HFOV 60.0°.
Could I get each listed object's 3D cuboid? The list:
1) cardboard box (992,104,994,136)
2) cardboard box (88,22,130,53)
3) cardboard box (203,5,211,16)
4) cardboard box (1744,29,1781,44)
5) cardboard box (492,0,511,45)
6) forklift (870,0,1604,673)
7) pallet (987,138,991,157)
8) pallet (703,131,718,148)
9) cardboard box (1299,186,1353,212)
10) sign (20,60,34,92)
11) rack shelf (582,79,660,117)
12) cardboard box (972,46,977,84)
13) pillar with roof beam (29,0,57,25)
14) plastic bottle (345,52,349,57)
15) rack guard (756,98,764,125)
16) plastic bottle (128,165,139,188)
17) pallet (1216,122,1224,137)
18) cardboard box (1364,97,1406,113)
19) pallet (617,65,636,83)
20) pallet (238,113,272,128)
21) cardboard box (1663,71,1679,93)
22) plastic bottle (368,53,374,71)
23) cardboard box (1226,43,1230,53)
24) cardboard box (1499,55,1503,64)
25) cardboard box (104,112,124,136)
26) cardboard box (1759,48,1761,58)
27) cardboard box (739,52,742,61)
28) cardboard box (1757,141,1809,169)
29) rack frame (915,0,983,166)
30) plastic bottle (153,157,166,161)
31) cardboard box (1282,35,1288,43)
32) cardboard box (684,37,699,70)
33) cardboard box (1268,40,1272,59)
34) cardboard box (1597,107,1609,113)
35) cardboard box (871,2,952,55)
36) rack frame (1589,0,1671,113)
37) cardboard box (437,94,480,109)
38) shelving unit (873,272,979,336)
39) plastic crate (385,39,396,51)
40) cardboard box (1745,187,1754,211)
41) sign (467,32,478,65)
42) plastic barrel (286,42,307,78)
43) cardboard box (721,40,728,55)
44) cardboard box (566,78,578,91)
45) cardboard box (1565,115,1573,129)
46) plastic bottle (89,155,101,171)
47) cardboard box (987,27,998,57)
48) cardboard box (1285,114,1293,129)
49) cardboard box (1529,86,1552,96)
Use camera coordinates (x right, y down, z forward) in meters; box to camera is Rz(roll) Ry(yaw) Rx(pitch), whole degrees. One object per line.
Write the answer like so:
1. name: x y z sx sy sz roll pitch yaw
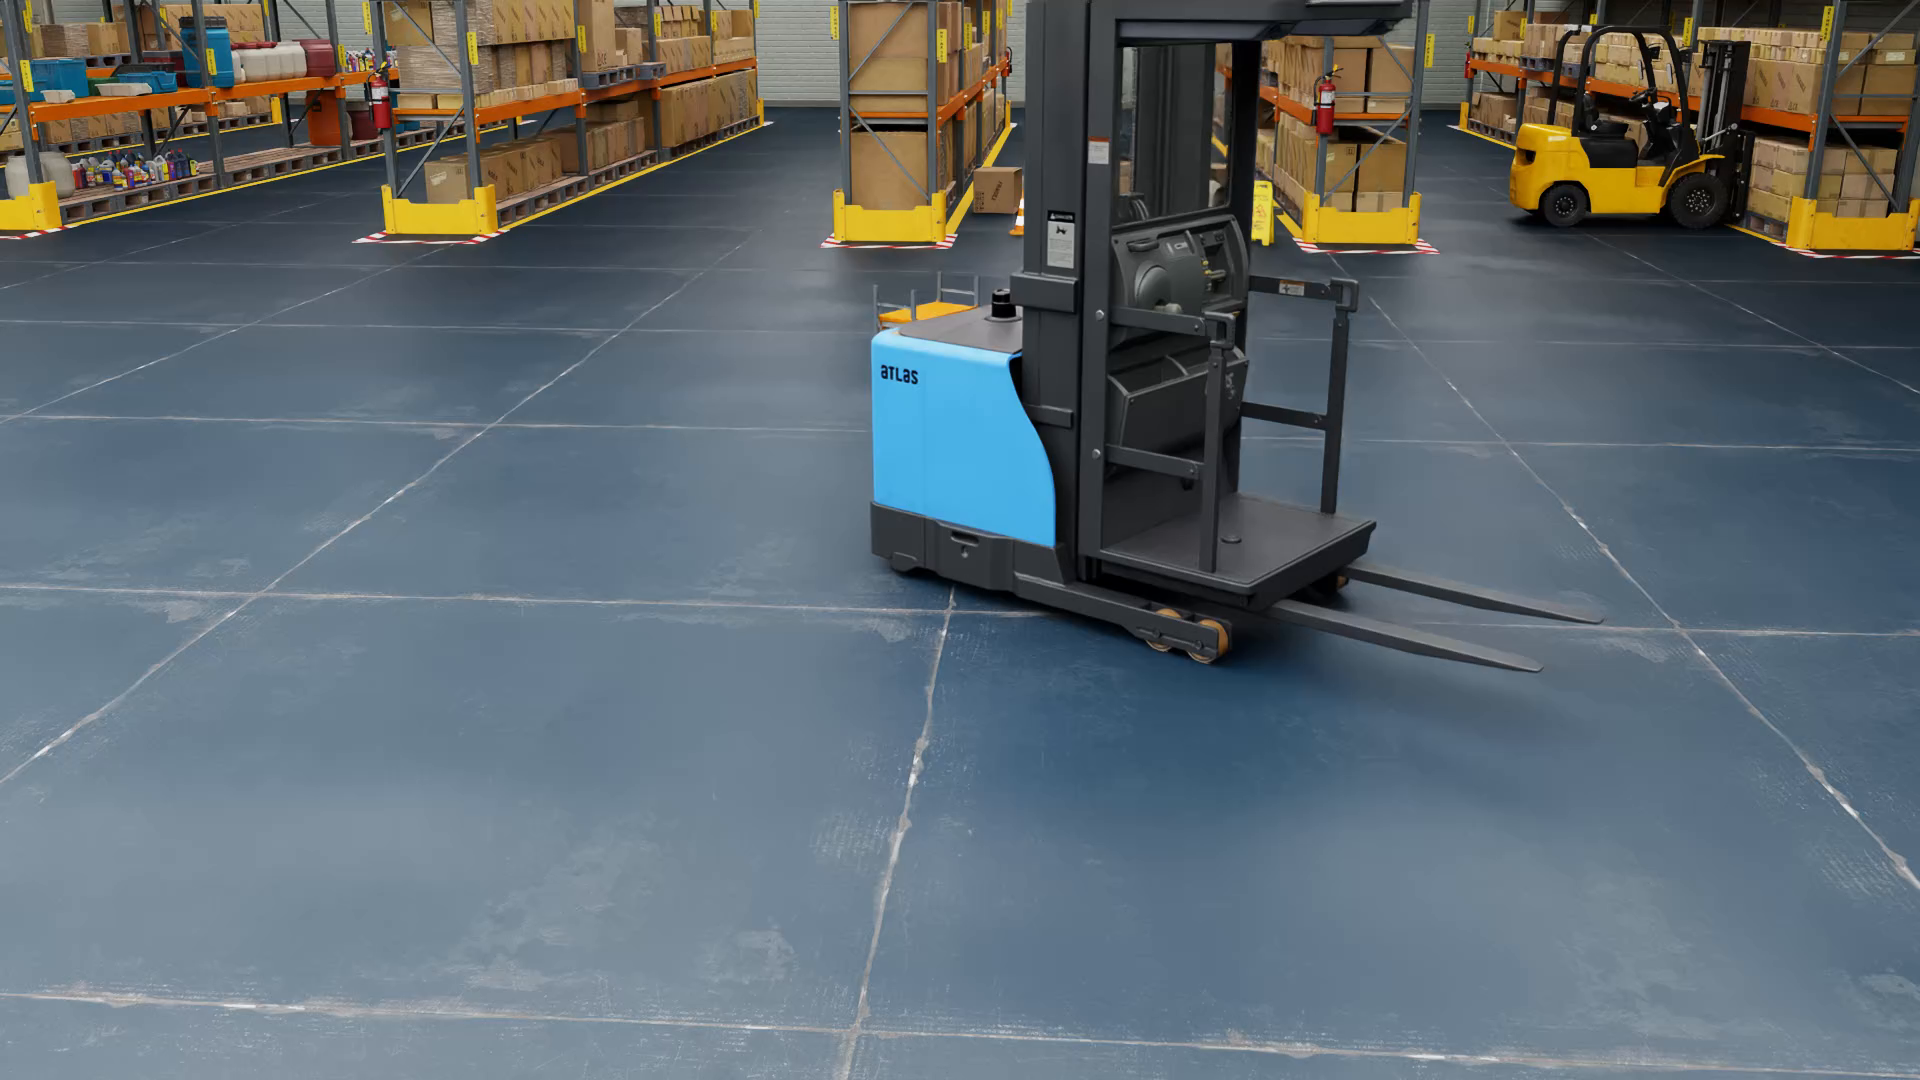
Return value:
1. cardboard box: 0.319 -7.141 28.239 0.500 0.500 0.500 1 18 3
2. cardboard box: -14.957 -8.834 29.231 0.700 0.500 0.500 -5 19 -15
3. cardboard box: -14.312 -9.712 30.979 0.500 0.500 0.500 1 18 2
4. cardboard box: 9.111 -5.694 18.804 0.380 0.149 0.250 1 18 4
5. cardboard box: -5.326 -5.764 18.452 0.500 0.500 0.500 1 18 4
6. forklift: 1.058 -1.100 6.574 3.031 2.935 1.130 14 23 37
7. pallet: -0.019 -6.418 27.171 1.003 0.211 1.213 1 18 4
8. pallet: -4.800 -6.940 28.765 1.003 0.211 1.213 1 18 4
9. cardboard box: 3.996 -3.716 18.188 0.500 0.250 0.500 1 18 4
10. sign: -10.072 -5.008 17.946 0.100 0.325 0.005 1 18 4
11. rack shelf: -5.250 -6.302 23.493 1.077 0.370 4.000 1 18 4
12. cardboard box: -0.036 -6.555 22.949 0.500 0.500 0.500 2 18 5
13. pillar with roof beam: -15.730 -13.694 35.262 9.100 9.000 0.400 1 18 4
14. plastic bottle: -10.162 -7.962 27.612 0.097 0.271 0.097 0 18 0
15. rack guard: -4.531 -8.569 33.271 1.175 0.500 0.348 1 18 4
16. plastic bottle: -10.155 -4.466 20.409 0.097 0.271 0.097 0 18 0
17. pallet: 5.282 -7.575 30.702 1.003 0.211 1.213 1 18 4
18. cardboard box: 4.436 -4.540 17.365 0.380 0.149 0.250 1 18 4
19. pallet: -5.207 -6.558 23.427 1.003 0.211 1.213 1 18 4
20. pallet: -14.475 -8.375 33.144 1.003 0.211 1.213 1 18 4
21. cardboard box: 9.218 -5.783 20.994 0.500 0.250 0.500 2 18 5
22. plastic bottle: -9.591 -7.764 27.006 0.097 0.271 0.097 0 18 0
23. cardboard box: 4.752 -8.322 27.940 0.500 0.250 0.500 1 18 2
24. cardboard box: 9.916 -8.640 29.878 0.380 0.149 0.250 1 18 4
25. cardboard box: -14.564 -7.124 28.154 0.500 0.500 0.500 1 18 2
26. cardboard box: 9.077 -5.393 18.363 0.380 0.149 0.250 1 18 4
27. cardboard box: -4.320 -9.114 31.324 0.380 0.149 0.250 1 18 4
28. cardboard box: 8.909 -4.126 17.833 0.500 0.250 0.500 2 18 5
29. rack frame: -0.166 -7.123 24.843 1.000 3.000 0.127 1 18 4
30. plastic bottle: -10.255 -4.777 21.352 0.152 0.276 0.135 1 18 4
31. cardboard box: 4.122 -6.020 19.233 0.700 0.500 0.500 1 18 3
32. cardboard box: -4.654 -8.087 27.626 0.500 0.500 0.500 1 18 3
33. cardboard box: 4.373 -6.652 22.095 0.500 0.500 0.500 2 18 6
34. cardboard box: 9.512 -6.413 24.975 0.380 0.149 0.250 0 18 1
35. cardboard box: -0.551 -5.680 18.467 0.875 0.550 0.550 1 18 4
36. rack frame: 9.729 -6.934 24.267 1.000 3.000 0.127 1 18 4
37. cardboard box: -5.422 -4.744 17.987 0.380 0.149 0.250 1 18 4
38. shelving unit: -0.153 -0.640 7.950 0.258 1.200 0.503 13 22 34
39. plastic crate: -10.066 -8.791 29.864 0.392 0.384 0.575 1 18 4
40. cardboard box: 8.964 -3.804 18.458 0.500 0.250 0.500 1 18 5
41. sign: -5.139 -5.179 17.522 0.100 0.325 0.005 1 18 4
42. plastic barrel: -9.907 -7.104 24.607 0.421 0.512 0.421 0 18 0
43. cardboard box: -4.484 -8.871 29.943 0.500 0.250 0.500 1 18 4
44. cardboard box: -5.115 -5.830 21.300 0.380 0.149 0.250 1 18 4
45. cardboard box: 9.592 -6.237 25.479 0.500 0.500 0.500 1 18 3
46. plastic bottle: -10.849 -4.651 20.848 0.144 0.351 0.185 1 18 3
47. cardboard box: 0.407 -8.702 29.024 0.500 0.500 0.500 1 18 3
48. cardboard box: 4.076 -4.984 19.812 0.380 0.149 0.250 2 18 6
49. cardboard box: 9.786 -7.531 27.908 0.380 0.149 0.250 1 18 3
